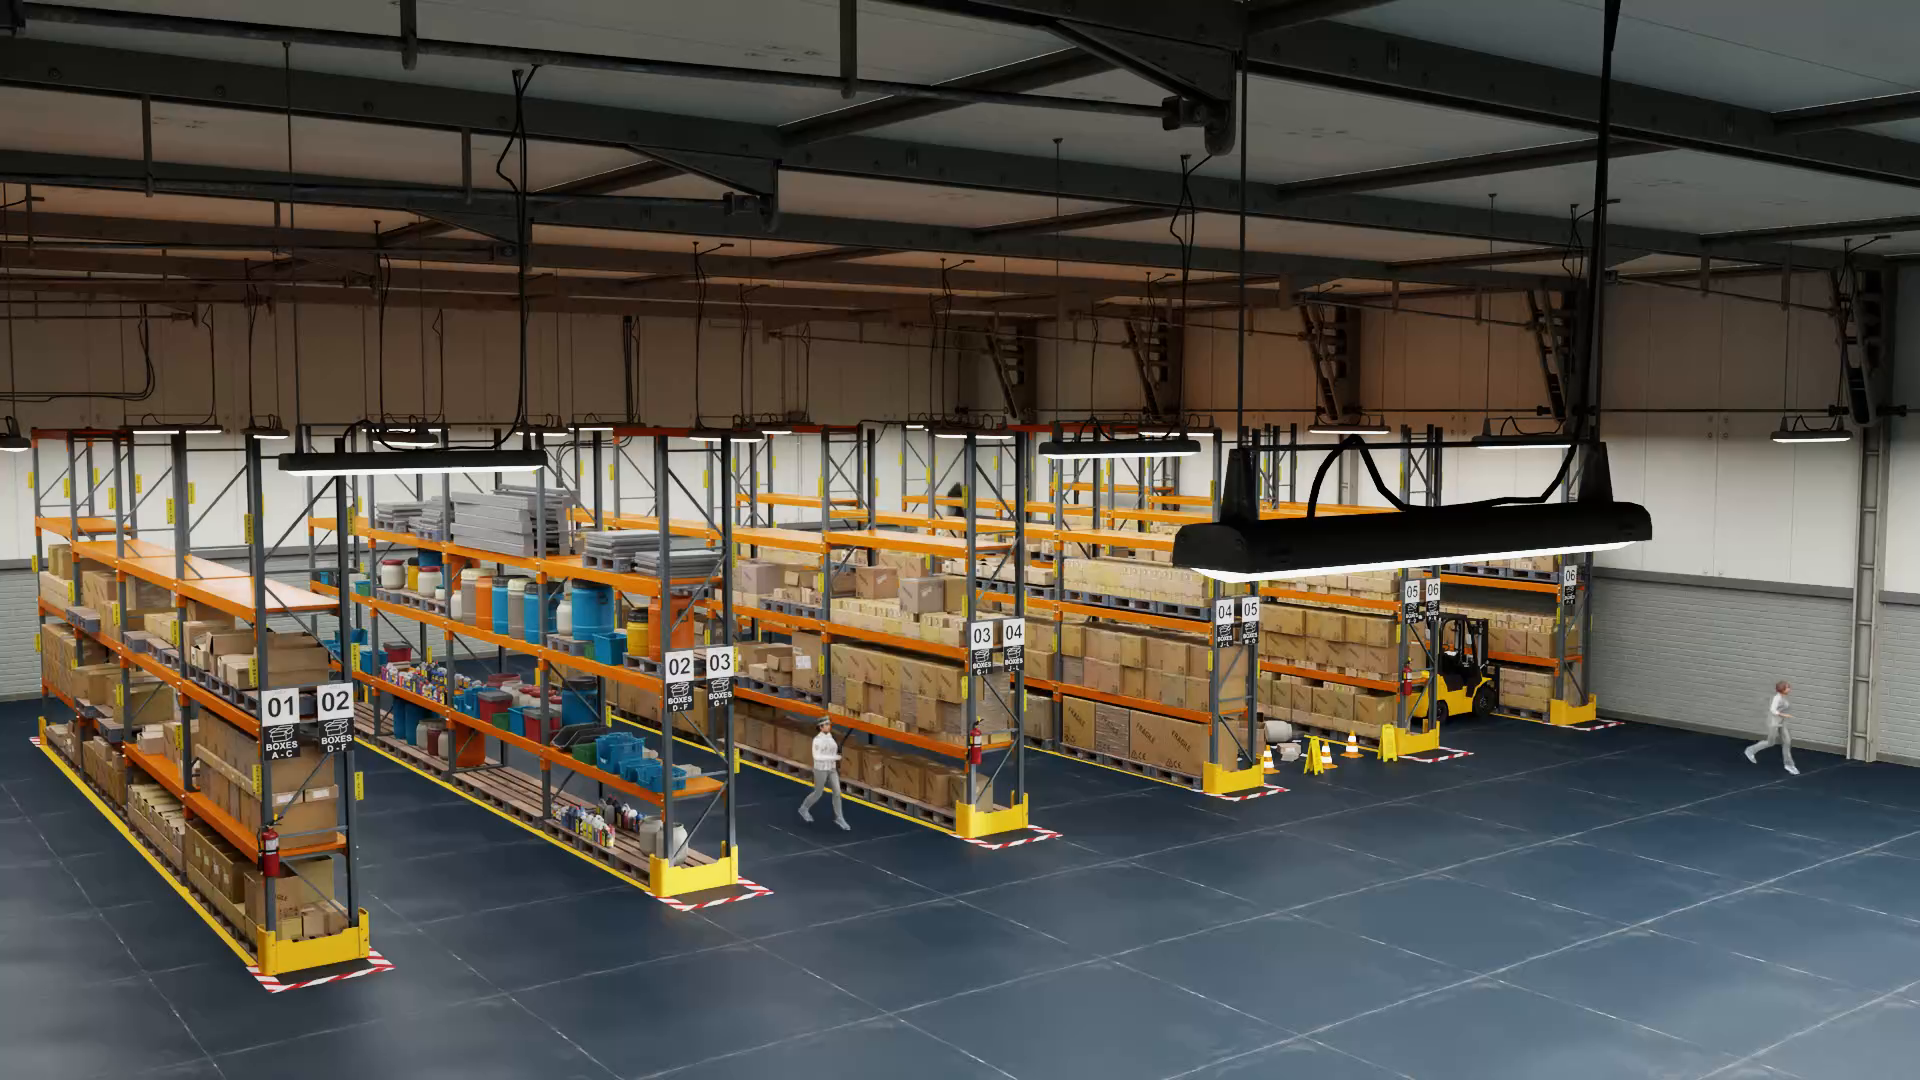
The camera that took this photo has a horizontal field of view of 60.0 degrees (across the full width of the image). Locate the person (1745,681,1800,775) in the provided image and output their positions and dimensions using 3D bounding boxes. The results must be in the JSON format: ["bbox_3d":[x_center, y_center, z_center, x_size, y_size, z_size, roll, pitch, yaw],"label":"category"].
[{"bbox_3d":[14.251,3.251,29.104,0.931,1.599,0.563,4,6,42],"label":"person"}]

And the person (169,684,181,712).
[{"bbox_3d":[-15.391,2.988,32.484,0.553,1.611,0.642,4,6,40],"label":"person"}]

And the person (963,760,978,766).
[{"bbox_3d":[0.242,3.271,29.607,0.643,1.516,0.615,4,6,40],"label":"person"}]

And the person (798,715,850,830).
[{"bbox_3d":[-2.068,3.497,25.157,0.896,1.724,0.600,3,5,31],"label":"person"}]
